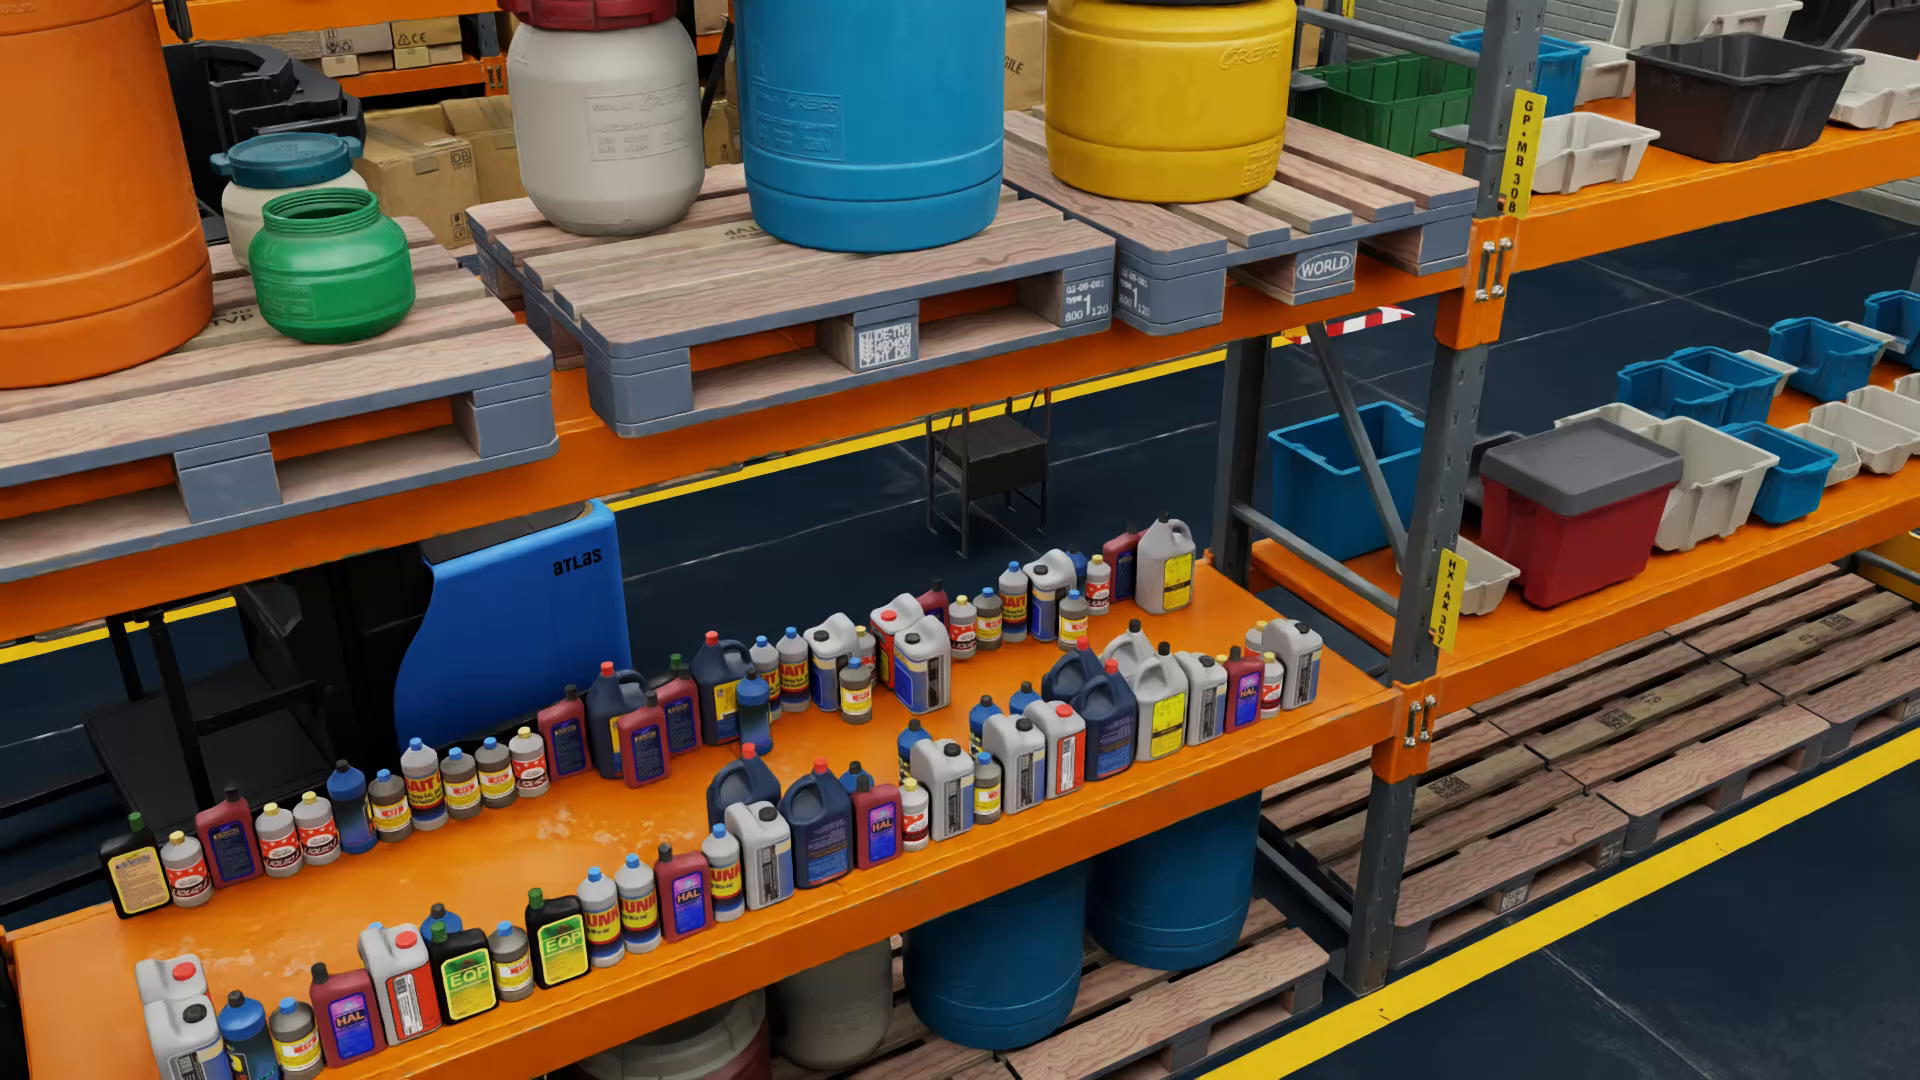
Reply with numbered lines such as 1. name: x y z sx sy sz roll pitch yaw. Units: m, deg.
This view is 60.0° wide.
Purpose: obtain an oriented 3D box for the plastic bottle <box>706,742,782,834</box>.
1. plastic bottle: -0.574 0.699 4.429 0.185 0.351 0.144 -16 33 -26

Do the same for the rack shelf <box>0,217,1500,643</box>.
1. rack shelf: -0.529 -0.432 4.068 4.000 0.370 1.077 -16 33 -26

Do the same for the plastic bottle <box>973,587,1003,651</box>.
1. plastic bottle: 0.090 0.249 5.400 0.097 0.201 0.097 0 29 0

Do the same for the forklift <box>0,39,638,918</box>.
1. forklift: -2.864 -0.205 6.089 3.031 2.935 1.130 -21 35 -33

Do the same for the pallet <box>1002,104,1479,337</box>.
1. pallet: 0.569 -0.921 4.405 1.003 0.211 1.213 -16 33 -26

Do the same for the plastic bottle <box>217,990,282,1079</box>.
1. plastic bottle: -1.603 1.124 3.741 0.097 0.271 0.097 0 29 0

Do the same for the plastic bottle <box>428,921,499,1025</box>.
1. plastic bottle: -1.179 1.009 3.938 0.133 0.283 0.061 -16 33 -26

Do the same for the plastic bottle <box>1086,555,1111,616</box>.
1. plastic bottle: 0.458 0.145 5.589 0.097 0.201 0.097 0 29 0

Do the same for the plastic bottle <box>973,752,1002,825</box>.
1. plastic bottle: 0.067 0.681 4.617 0.097 0.201 0.097 0 29 0

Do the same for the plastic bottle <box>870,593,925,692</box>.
1. plastic bottle: -0.195 0.313 5.207 0.135 0.276 0.152 -16 33 -26

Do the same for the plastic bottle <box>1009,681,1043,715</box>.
1. plastic bottle: 0.190 0.530 4.818 0.097 0.271 0.097 0 29 0

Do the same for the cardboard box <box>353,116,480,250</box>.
1. cardboard box: -2.803 -1.757 8.290 0.700 0.500 0.500 26 38 38

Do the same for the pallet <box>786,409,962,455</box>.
1. pallet: -0.718 -0.934 10.224 1.213 0.211 1.003 -16 33 -26

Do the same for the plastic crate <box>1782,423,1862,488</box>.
1. plastic crate: 3.302 -0.314 6.426 0.250 0.136 0.298 -16 33 -26

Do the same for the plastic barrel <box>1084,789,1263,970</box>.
1. plastic barrel: 0.718 0.938 5.683 0.708 0.901 0.600 -16 33 -26

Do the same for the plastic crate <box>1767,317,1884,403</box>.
1. plastic crate: 3.697 -0.770 7.153 0.300 0.233 0.416 -16 33 -26

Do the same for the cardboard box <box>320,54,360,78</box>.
1. cardboard box: -4.622 -3.543 12.304 0.250 0.149 0.380 -16 33 -26

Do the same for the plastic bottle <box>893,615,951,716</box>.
1. plastic bottle: -0.118 0.376 5.092 0.135 0.276 0.152 -16 33 -26

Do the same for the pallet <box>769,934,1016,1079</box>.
1. pallet: -0.544 1.770 5.324 1.213 0.211 1.003 -16 33 -26

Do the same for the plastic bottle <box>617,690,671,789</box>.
1. plastic bottle: -0.903 0.566 4.741 0.133 0.283 0.061 -16 33 -26

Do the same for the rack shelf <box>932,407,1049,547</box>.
1. rack shelf: 0.143 -0.335 8.661 0.480 0.518 0.431 -16 33 -26

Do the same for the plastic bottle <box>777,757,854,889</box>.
1. plastic bottle: -0.381 0.730 4.374 0.185 0.351 0.144 -16 33 -26

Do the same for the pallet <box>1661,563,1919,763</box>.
1. pallet: 3.913 0.505 7.617 1.213 0.211 1.003 -16 33 -26

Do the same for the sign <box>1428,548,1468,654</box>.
1. sign: 1.472 0.186 5.023 0.005 0.325 0.100 -16 33 -26

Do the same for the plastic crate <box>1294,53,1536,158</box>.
1. plastic crate: 1.407 -1.373 5.248 0.662 0.188 0.450 -16 33 -26

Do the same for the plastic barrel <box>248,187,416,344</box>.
1. plastic barrel: -1.223 -0.536 3.239 0.294 0.245 0.294 0 29 0

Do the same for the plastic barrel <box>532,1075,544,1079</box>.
1. plastic barrel: -1.399 1.659 4.779 0.421 0.512 0.421 0 29 0

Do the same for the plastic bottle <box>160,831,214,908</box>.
1. plastic bottle: -2.012 0.846 4.318 0.097 0.201 0.097 0 29 0

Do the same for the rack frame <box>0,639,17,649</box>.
1. rack frame: -4.760 -1.008 7.472 0.127 3.000 1.000 -16 33 -26

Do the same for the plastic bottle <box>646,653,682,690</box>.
1. plastic bottle: -0.861 0.473 4.909 0.133 0.283 0.061 -16 33 -26

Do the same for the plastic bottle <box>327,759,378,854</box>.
1. plastic bottle: -1.645 0.711 4.490 0.097 0.271 0.097 0 29 0

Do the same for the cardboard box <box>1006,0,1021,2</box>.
1. cardboard box: 0.303 -3.073 10.075 0.500 0.500 0.500 -16 33 -27

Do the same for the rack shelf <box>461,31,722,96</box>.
1. rack shelf: -2.099 -4.224 14.045 4.000 0.370 1.077 -16 33 -26

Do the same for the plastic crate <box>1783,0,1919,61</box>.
1. plastic crate: 3.187 -1.929 6.100 0.767 0.338 0.504 -16 33 -26

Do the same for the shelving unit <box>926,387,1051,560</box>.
1. shelving unit: 0.143 -0.960 8.316 0.503 2.100 0.431 -16 33 -26

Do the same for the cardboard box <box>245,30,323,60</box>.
1. cardboard box: -4.966 -3.766 12.038 0.500 0.500 0.500 -16 33 -26

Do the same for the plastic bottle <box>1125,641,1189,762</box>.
1. plastic bottle: 0.569 0.460 4.863 0.185 0.351 0.144 -16 33 -26

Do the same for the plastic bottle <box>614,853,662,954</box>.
1. plastic bottle: -0.806 0.898 4.151 0.097 0.271 0.097 0 29 0

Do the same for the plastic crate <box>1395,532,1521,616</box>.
1. plastic crate: 1.669 0.112 5.653 0.243 0.136 0.396 -16 33 -26

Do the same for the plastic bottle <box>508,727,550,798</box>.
1. plastic bottle: -1.226 0.623 4.723 0.097 0.201 0.097 0 29 0

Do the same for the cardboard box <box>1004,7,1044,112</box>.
1. cardboard box: 0.126 -2.719 9.434 0.500 0.500 0.500 -17 33 -28

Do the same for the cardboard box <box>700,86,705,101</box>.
1. cardboard box: -2.289 -3.699 13.830 0.250 0.149 0.380 -17 33 -28

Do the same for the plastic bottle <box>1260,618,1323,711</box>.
1. plastic bottle: 1.019 0.363 5.117 0.135 0.276 0.152 -16 33 -26

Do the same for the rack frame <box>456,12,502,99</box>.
1. rack frame: -3.824 -4.050 12.984 0.127 3.000 1.000 -16 33 -26

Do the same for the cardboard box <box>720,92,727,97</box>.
1. cardboard box: -1.793 -3.660 14.429 0.500 0.500 0.700 -17 33 -28

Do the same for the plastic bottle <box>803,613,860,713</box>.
1. plastic bottle: -0.395 0.370 5.104 0.135 0.276 0.152 -16 33 -26

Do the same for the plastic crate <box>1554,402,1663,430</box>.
1. plastic crate: 2.544 -0.385 6.554 0.466 0.136 0.293 -16 33 -26
